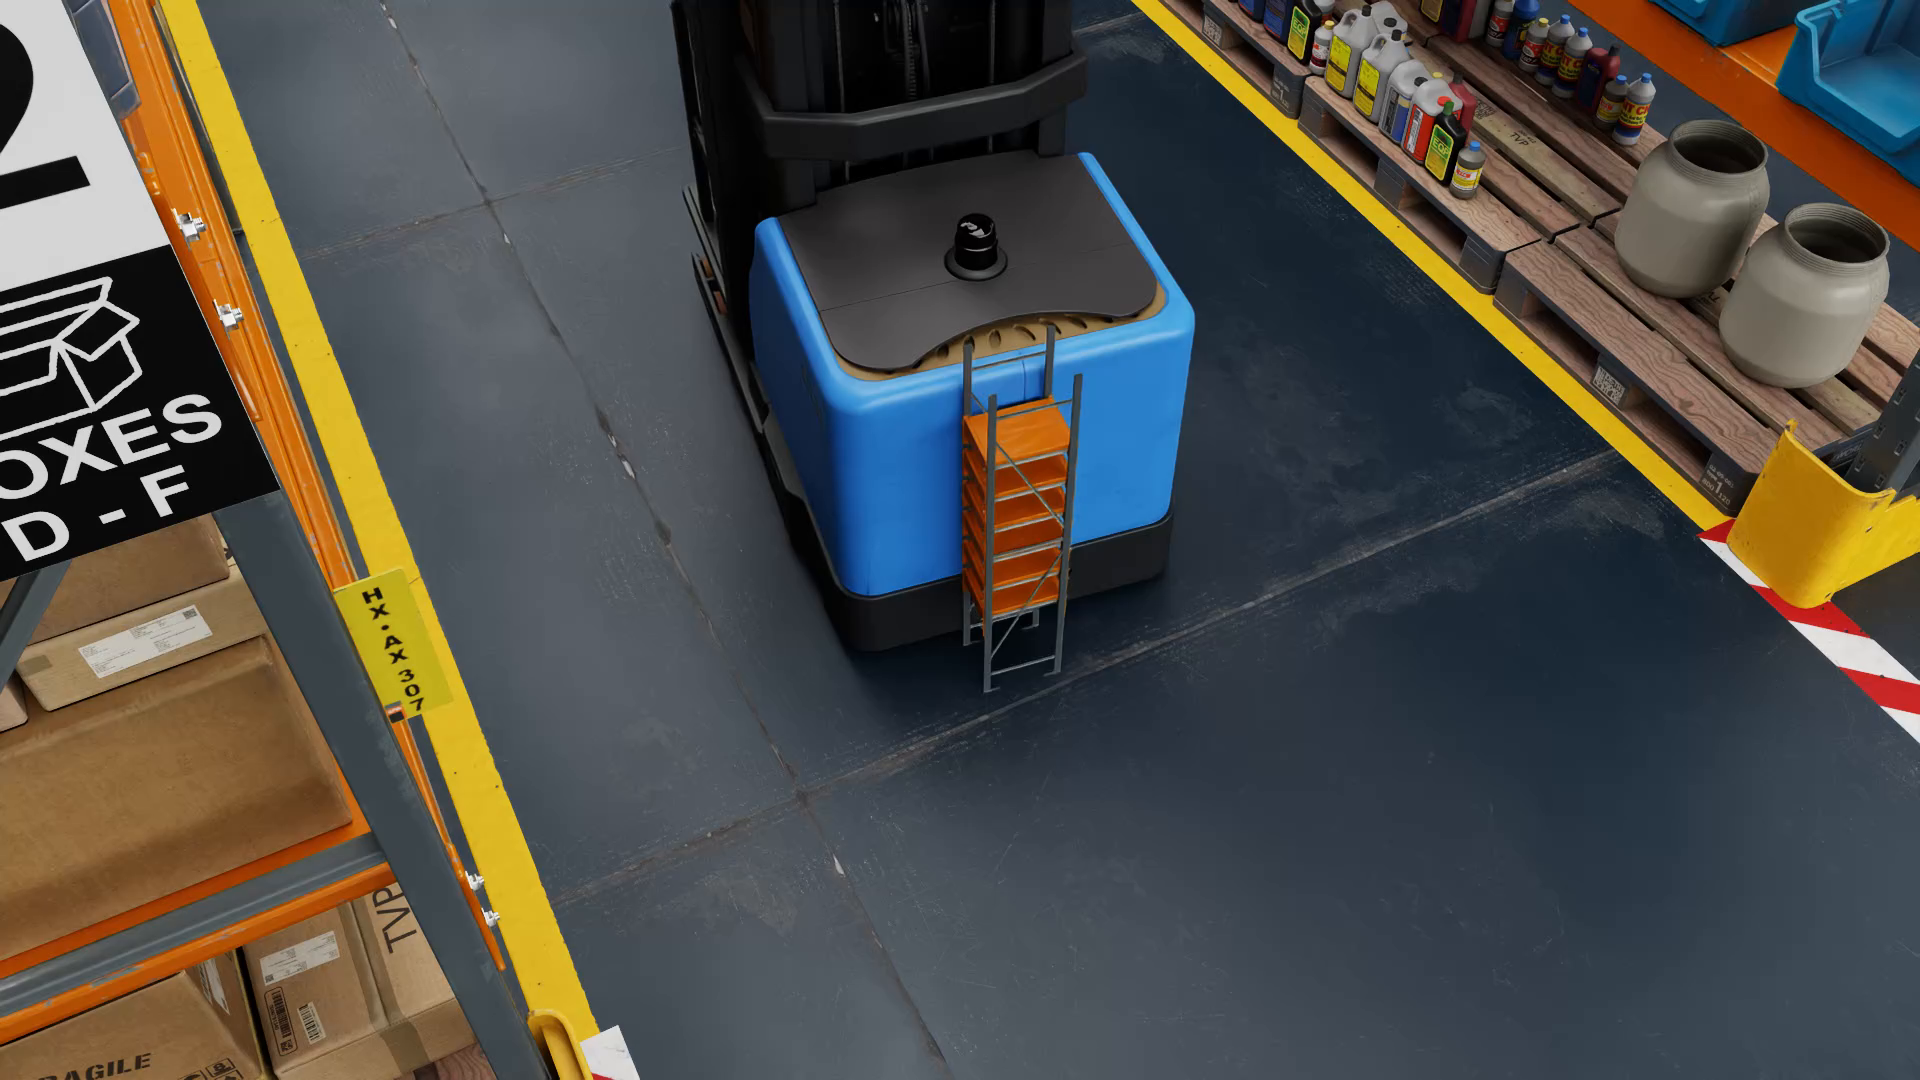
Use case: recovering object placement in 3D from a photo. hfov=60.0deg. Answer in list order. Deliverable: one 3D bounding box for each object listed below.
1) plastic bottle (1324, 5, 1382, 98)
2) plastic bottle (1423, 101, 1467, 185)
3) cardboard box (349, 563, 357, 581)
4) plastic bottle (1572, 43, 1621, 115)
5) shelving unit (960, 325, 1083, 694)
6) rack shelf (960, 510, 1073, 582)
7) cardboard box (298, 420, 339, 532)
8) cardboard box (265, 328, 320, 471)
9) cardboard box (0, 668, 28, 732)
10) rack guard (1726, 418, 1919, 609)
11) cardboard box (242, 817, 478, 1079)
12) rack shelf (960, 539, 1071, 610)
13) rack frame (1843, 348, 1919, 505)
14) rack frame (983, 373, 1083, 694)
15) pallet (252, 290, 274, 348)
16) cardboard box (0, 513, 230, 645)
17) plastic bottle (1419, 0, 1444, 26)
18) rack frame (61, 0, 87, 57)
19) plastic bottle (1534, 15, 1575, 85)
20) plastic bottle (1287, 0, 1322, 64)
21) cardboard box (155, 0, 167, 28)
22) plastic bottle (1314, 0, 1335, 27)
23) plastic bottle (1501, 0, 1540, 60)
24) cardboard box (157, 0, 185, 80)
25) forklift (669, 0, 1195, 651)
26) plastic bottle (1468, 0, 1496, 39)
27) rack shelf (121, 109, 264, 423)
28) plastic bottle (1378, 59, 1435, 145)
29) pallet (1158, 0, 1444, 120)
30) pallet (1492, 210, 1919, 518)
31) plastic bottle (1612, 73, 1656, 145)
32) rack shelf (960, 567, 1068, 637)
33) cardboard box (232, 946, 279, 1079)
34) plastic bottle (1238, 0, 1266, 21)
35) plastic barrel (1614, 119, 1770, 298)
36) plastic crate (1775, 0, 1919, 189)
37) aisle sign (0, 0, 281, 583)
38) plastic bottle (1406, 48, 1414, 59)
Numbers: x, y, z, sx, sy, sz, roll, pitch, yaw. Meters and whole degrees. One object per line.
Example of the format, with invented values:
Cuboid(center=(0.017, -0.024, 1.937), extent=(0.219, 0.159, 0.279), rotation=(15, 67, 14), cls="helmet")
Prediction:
Cuboid(center=(1.518, -1.899, 6.386), extent=(0.144, 0.351, 0.185), rotation=(-22, 52, -18), cls="plastic bottle")
Cuboid(center=(1.767, -1.444, 6.032), extent=(0.061, 0.283, 0.133), rotation=(-20, 52, -17), cls="plastic bottle")
Cuboid(center=(-1.847, 0.324, 4.522), extent=(0.500, 0.250, 0.500), rotation=(-21, 52, -18), cls="cardboard box")
Cuboid(center=(2.427, -1.772, 6.320), extent=(0.061, 0.283, 0.133), rotation=(-20, 52, -17), cls="plastic bottle")
Cuboid(center=(0.152, -0.042, 4.490), extent=(0.258, 1.200, 0.189), rotation=(-14, 50, -12), cls="shelving unit")
Cuboid(center=(0.152, -0.013, 4.523), extent=(0.258, 0.103, 0.180), rotation=(-14, 50, -12), cls="rack shelf")
Cuboid(center=(-2.071, -0.260, 4.534), extent=(0.500, 0.500, 0.500), rotation=(-21, 52, -18), cls="cardboard box")
Cuboid(center=(-2.301, -0.347, 5.108), extent=(0.500, 0.250, 0.500), rotation=(-21, 52, -18), cls="cardboard box")
Cuboid(center=(-1.684, 0.224, 2.564), extent=(0.380, 0.149, 0.250), rotation=(-22, 52, -18), cls="cardboard box")
Cuboid(center=(2.990, -0.255, 5.141), extent=(1.175, 0.500, 0.348), rotation=(-21, 52, -18), cls="rack guard")
Cuboid(center=(-1.387, 0.992, 3.937), extent=(0.500, 0.250, 0.500), rotation=(-21, 52, -18), cls="cardboard box")
Cuboid(center=(0.152, 0.066, 4.613), extent=(0.258, 0.103, 0.180), rotation=(-14, 50, -12), cls="rack shelf")
Cuboid(center=(3.067, -1.043, 4.169), extent=(1.000, 3.000, 0.127), rotation=(-21, 52, -18), cls="rack frame")
Cuboid(center=(0.182, 0.023, 4.433), extent=(0.240, 1.200, 0.006), rotation=(-14, 50, -12), cls="rack frame")
Cuboid(center=(-2.843, -0.552, 5.592), extent=(1.003, 0.211, 1.213), rotation=(-21, 52, -18), cls="pallet")
Cuboid(center=(-1.566, -0.152, 2.462), extent=(0.700, 0.500, 0.500), rotation=(-21, 52, -17), cls="cardboard box")
Cuboid(center=(1.944, -2.242, 6.730), extent=(0.061, 0.283, 0.133), rotation=(-21, 52, -18), cls="plastic bottle")
Cuboid(center=(-1.339, -1.314, 0.421), extent=(1.000, 3.000, 0.127), rotation=(-21, 52, -18), cls="rack frame")
Cuboid(center=(2.312, -1.907, 6.445), extent=(0.097, 0.271, 0.097), rotation=(0, 49, 0), cls="plastic bottle")
Cuboid(center=(1.362, -2.036, 6.551), extent=(0.061, 0.283, 0.133), rotation=(-19, 52, -16), cls="plastic bottle")
Cuboid(center=(-3.362, -2.133, 6.298), extent=(0.500, 0.311, 0.500), rotation=(-22, 52, -18), cls="cardboard box")
Cuboid(center=(1.424, -2.072, 6.589), extent=(0.097, 0.271, 0.097), rotation=(0, 49, 0), cls="plastic bottle")
Cuboid(center=(2.219, -2.042, 6.564), extent=(0.097, 0.271, 0.097), rotation=(0, 49, 0), cls="plastic bottle")
Cuboid(center=(-3.367, -1.947, 6.508), extent=(0.500, 0.250, 0.500), rotation=(-20, 52, -17), cls="cardboard box")
Cuboid(center=(-0.318, -1.775, 4.856), extent=(1.130, 2.935, 3.031), rotation=(-14, 50, -12), cls="forklift")
Cuboid(center=(2.094, -2.182, 6.683), extent=(0.152, 0.276, 0.135), rotation=(-20, 52, -17), cls="plastic bottle")
Cuboid(center=(-2.255, -1.429, 2.992), extent=(1.077, 0.370, 4.000), rotation=(-21, 52, -18), cls="rack shelf")
Cuboid(center=(1.682, -1.640, 6.209), extent=(0.152, 0.276, 0.135), rotation=(-23, 53, -19), cls="plastic bottle")
Cuboid(center=(1.507, -2.338, 7.155), extent=(1.003, 0.211, 1.213), rotation=(-21, 52, -18), cls="pallet")
Cuboid(center=(2.623, -0.705, 5.727), extent=(1.003, 0.211, 1.213), rotation=(-21, 52, -18), cls="pallet")
Cuboid(center=(2.514, -1.610, 6.186), extent=(0.097, 0.271, 0.097), rotation=(0, 49, 0), cls="plastic bottle")
Cuboid(center=(0.152, 0.145, 4.704), extent=(0.258, 0.103, 0.180), rotation=(-14, 50, -12), cls="rack shelf")
Cuboid(center=(-1.847, 1.170, 3.781), extent=(0.500, 0.250, 0.500), rotation=(-21, 52, -18), cls="cardboard box")
Cuboid(center=(1.237, -2.310, 6.745), extent=(0.144, 0.351, 0.185), rotation=(-20, 52, -17), cls="plastic bottle")
Cuboid(center=(2.468, -1.112, 5.603), extent=(0.421, 0.512, 0.421), rotation=(0, 49, 0), cls="plastic barrel")
Cuboid(center=(2.572, -1.226, 4.428), extent=(0.499, 0.251, 0.616), rotation=(-21, 52, -18), cls="plastic crate")
Cuboid(center=(-1.037, -0.257, 1.755), extent=(0.394, 0.787, 0.004), rotation=(-21, 52, -18), cls="aisle sign")
Cuboid(center=(1.690, -1.796, 6.395), extent=(0.097, 0.201, 0.097), rotation=(0, 49, 0), cls="plastic bottle")
